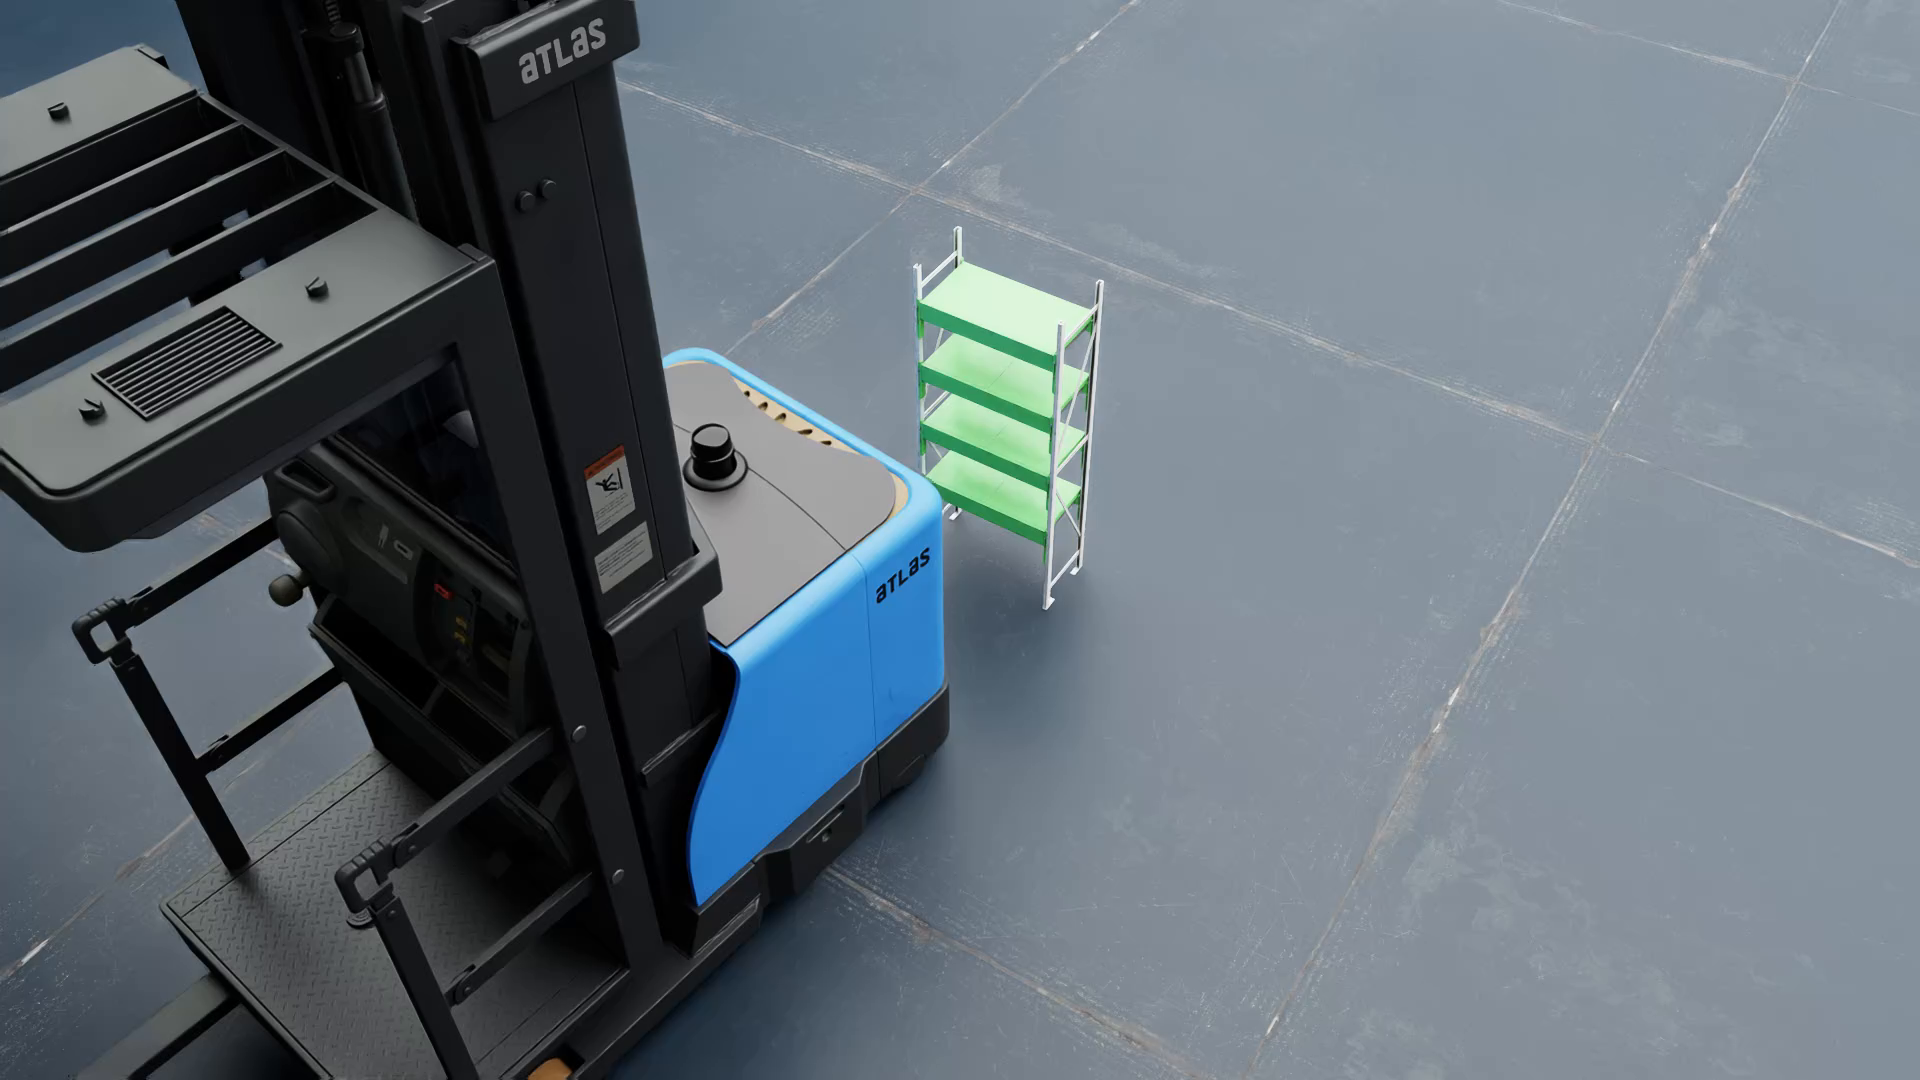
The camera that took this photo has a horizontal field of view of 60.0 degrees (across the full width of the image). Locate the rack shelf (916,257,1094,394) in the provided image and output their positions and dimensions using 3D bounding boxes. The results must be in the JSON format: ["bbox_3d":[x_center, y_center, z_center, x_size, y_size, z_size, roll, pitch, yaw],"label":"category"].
[{"bbox_3d":[0.139,-0.644,4.959,0.480,0.148,0.258,25,51,22],"label":"rack shelf"}]

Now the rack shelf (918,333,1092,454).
[{"bbox_3d":[0.139,-0.477,5.131,0.480,0.148,0.258,25,51,22],"label":"rack shelf"}]

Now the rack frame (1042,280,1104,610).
[{"bbox_3d":[0.345,-0.260,5.166,0.015,1.200,0.240,25,51,22],"label":"rack frame"}]

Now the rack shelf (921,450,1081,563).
[{"bbox_3d":[0.139,-0.142,5.475,0.480,0.148,0.258,25,51,22],"label":"rack shelf"}]

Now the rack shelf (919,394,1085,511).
[{"bbox_3d":[0.139,-0.310,5.303,0.480,0.148,0.258,25,51,22],"label":"rack shelf"}]

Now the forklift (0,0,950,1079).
[{"bbox_3d":[-1.373,0.171,3.541,1.130,2.935,3.031,32,54,27],"label":"forklift"}]

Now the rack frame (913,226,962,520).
[{"bbox_3d":[-0.066,-0.449,5.349,0.015,1.200,0.240,25,51,22],"label":"rack frame"}]

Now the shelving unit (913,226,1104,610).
[{"bbox_3d":[0.139,-0.354,5.257,0.503,1.200,0.258,25,51,22],"label":"shelving unit"}]
